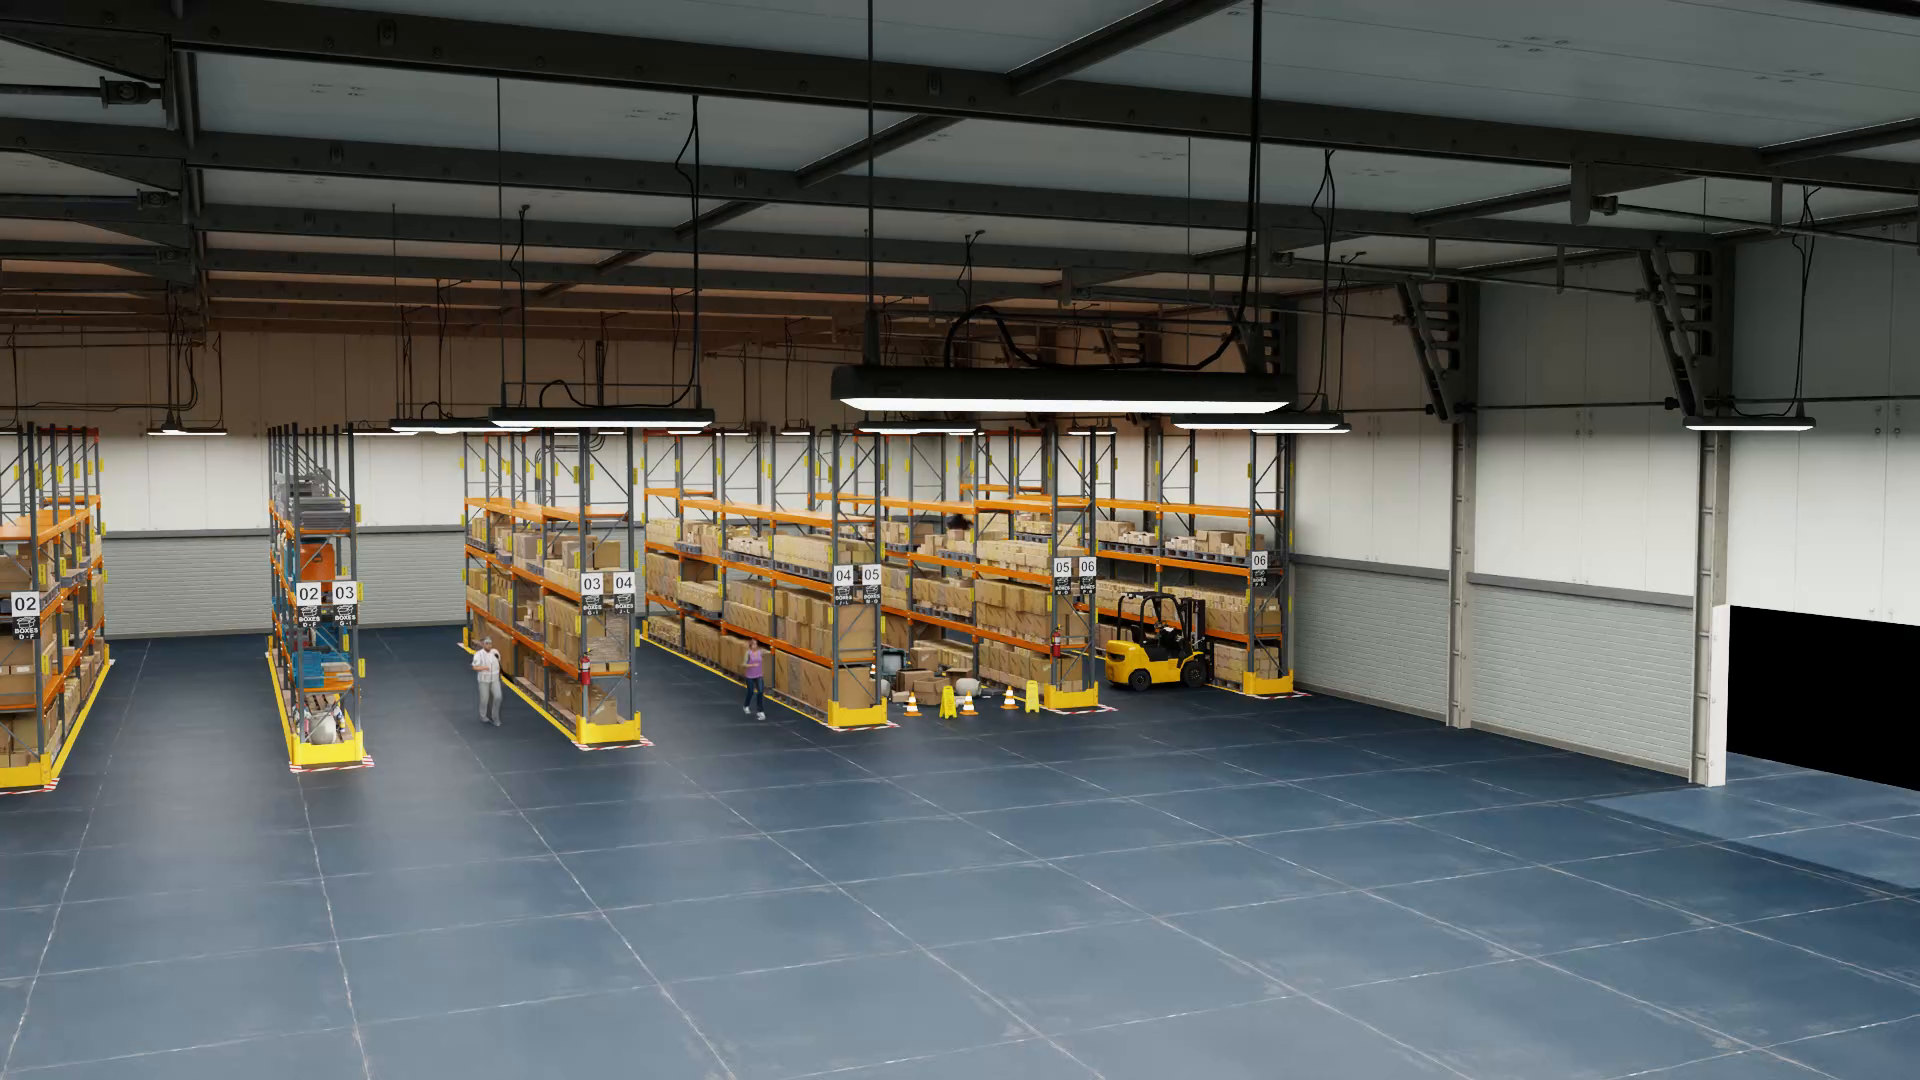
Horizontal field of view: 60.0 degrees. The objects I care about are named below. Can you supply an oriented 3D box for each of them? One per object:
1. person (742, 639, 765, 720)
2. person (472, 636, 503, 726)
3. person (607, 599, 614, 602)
[{"bbox_3d":[-4.207,2.824,33.969,0.532,1.612,0.799,-2,4,-30],"label":"person"},{"bbox_3d":[-9.411,2.829,33.199,0.638,1.834,0.767,-2,4,-32],"label":"person"},{"bbox_3d":[-10.277,1.936,47.833,0.771,1.710,1.081,1,4,16],"label":"person"}]
